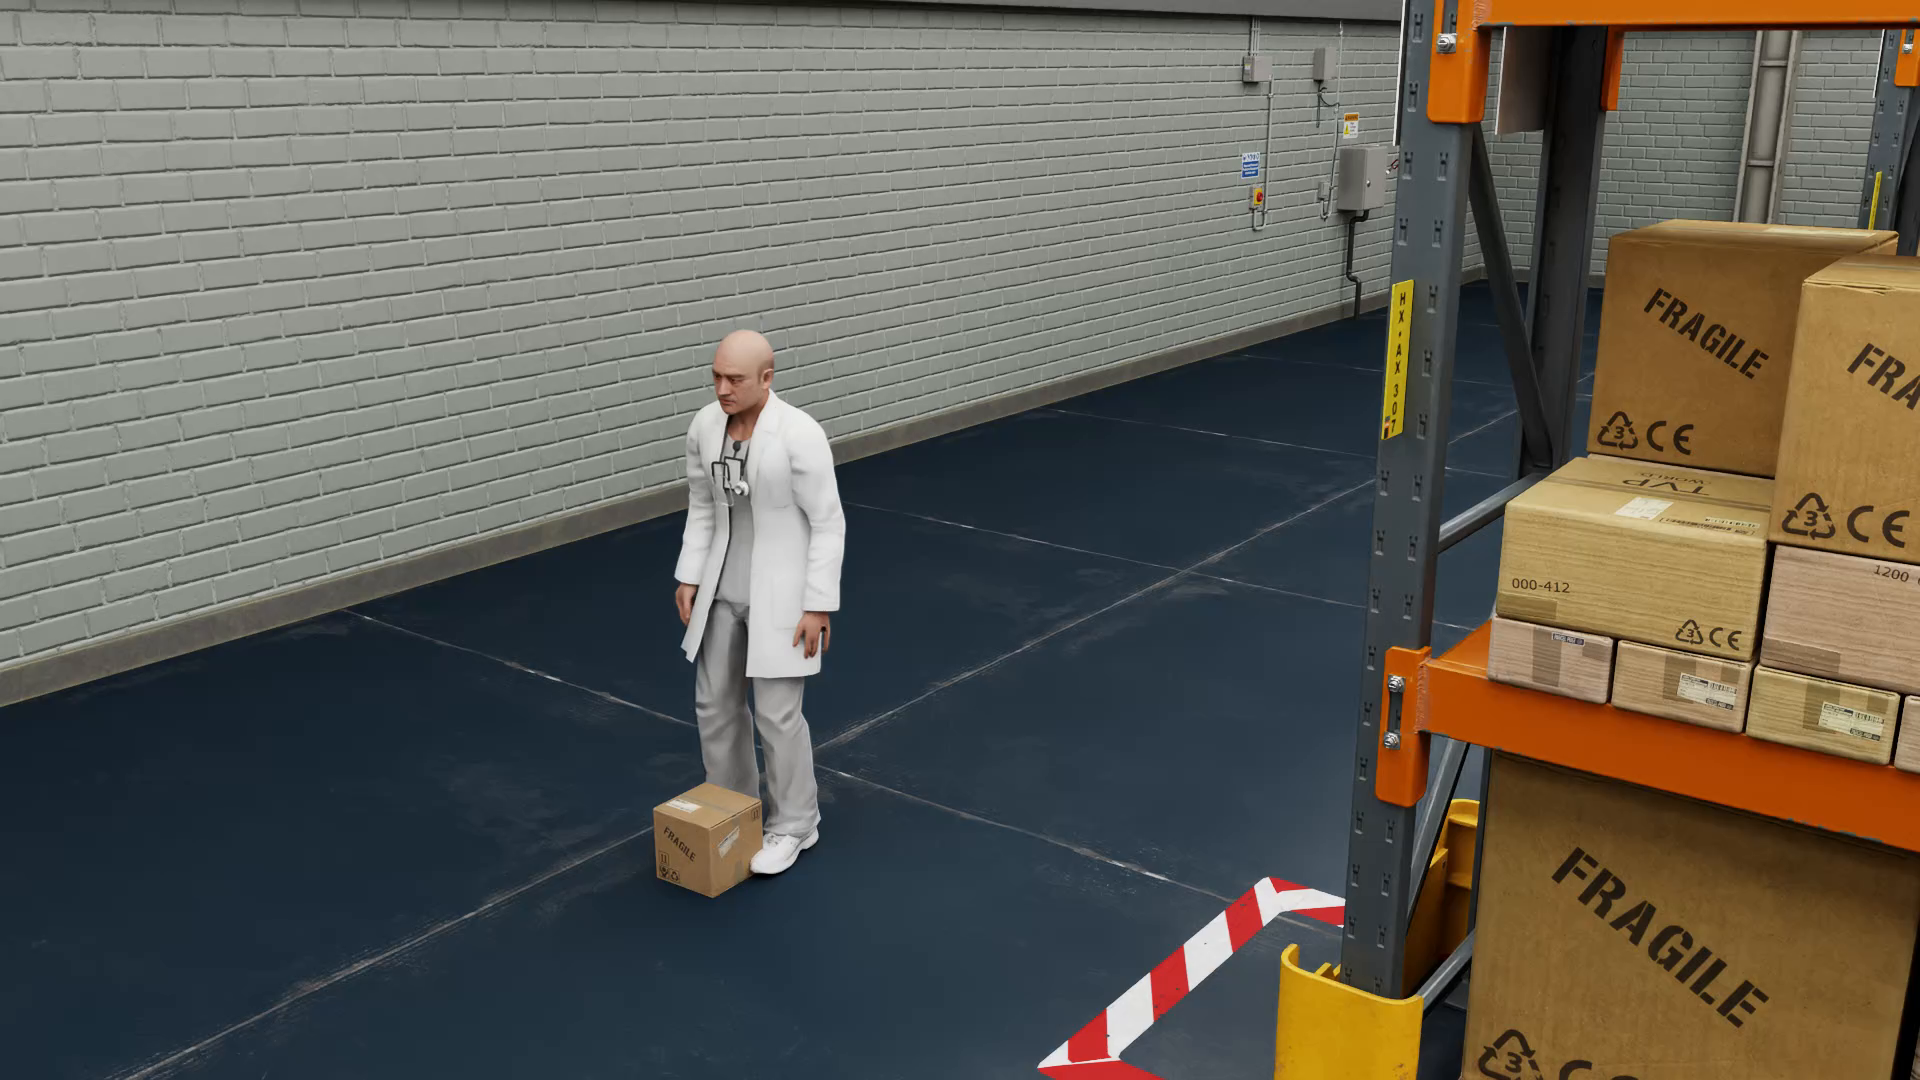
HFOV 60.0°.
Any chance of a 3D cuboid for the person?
[{"bbox_3d":[-0.664,0.191,5.412,0.648,1.772,0.429,10,19,32],"label":"person"}]
